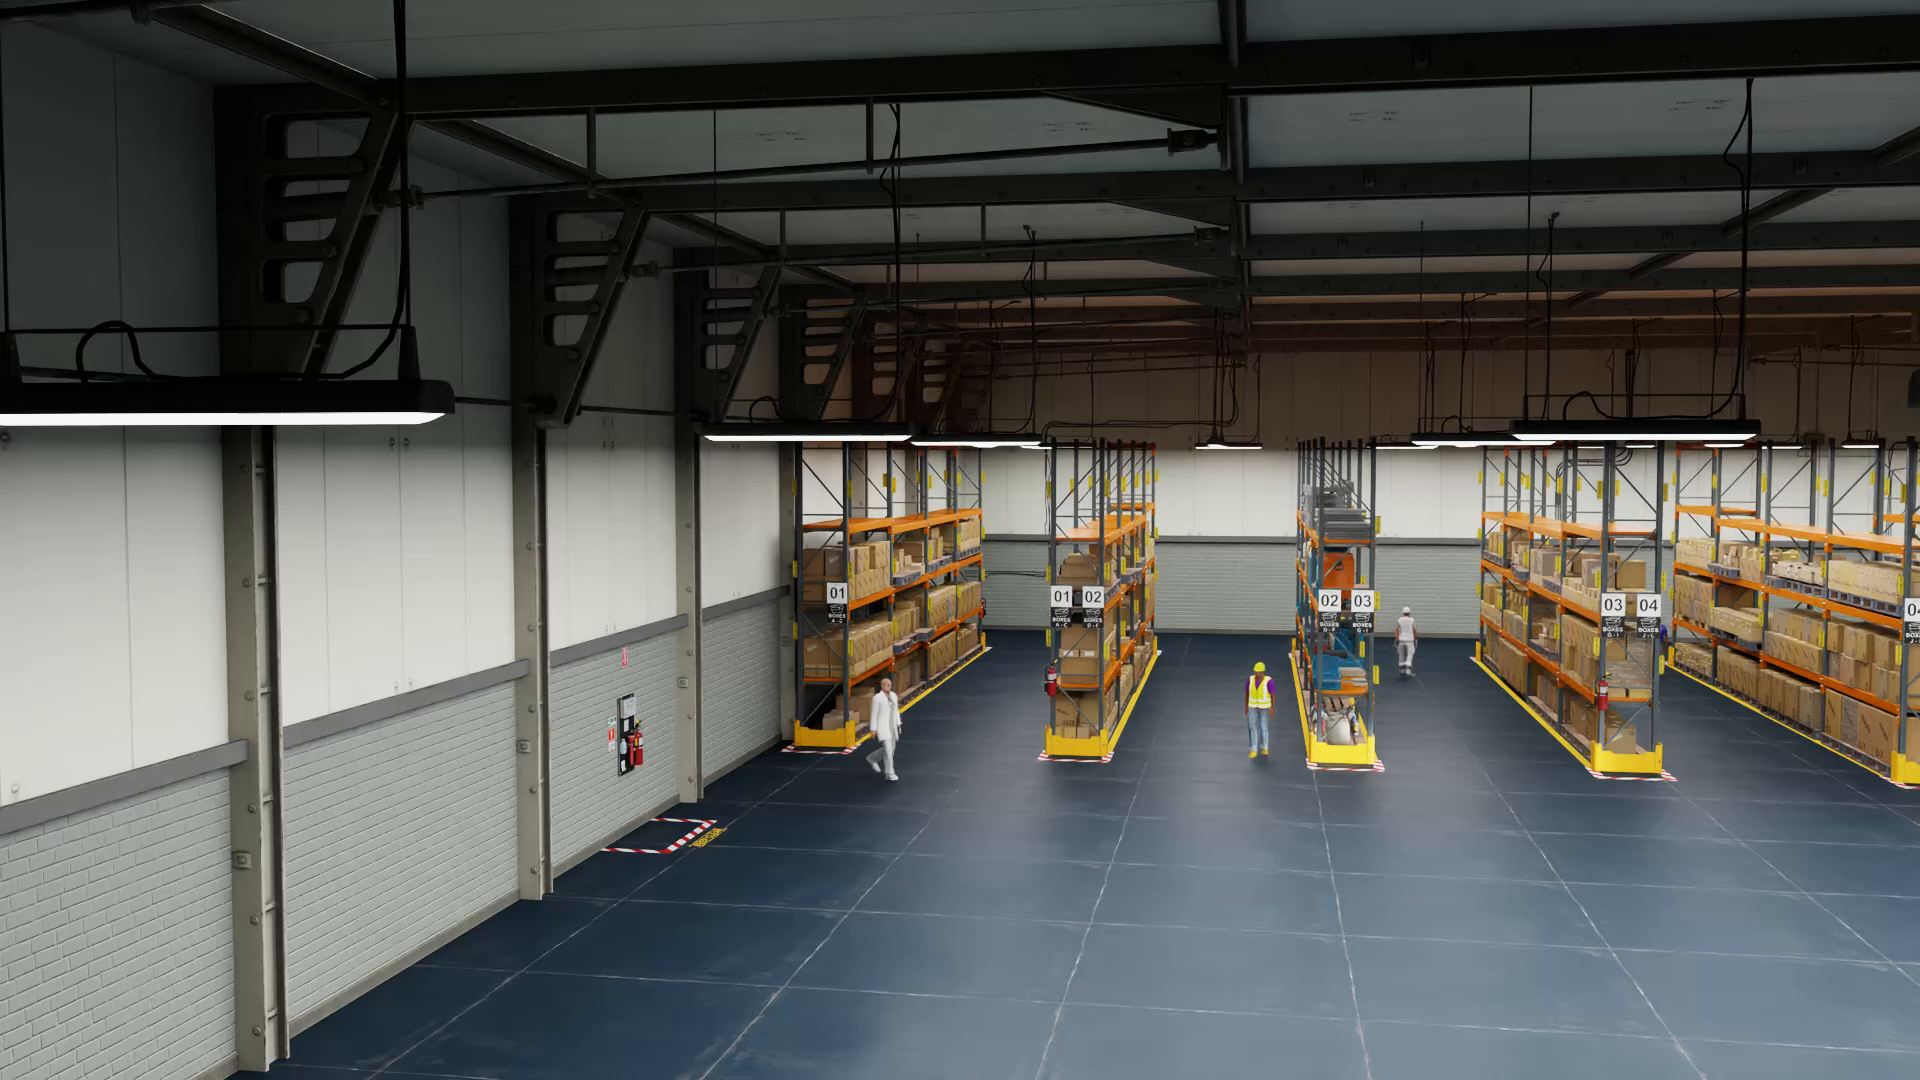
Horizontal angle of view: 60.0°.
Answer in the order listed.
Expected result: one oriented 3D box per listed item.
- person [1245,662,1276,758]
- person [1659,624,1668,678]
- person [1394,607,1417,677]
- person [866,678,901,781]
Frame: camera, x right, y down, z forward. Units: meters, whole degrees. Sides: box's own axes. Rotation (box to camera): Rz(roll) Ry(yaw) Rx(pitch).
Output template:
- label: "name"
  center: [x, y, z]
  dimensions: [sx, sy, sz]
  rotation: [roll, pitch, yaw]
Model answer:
- label: "person"
  center: [5.644, 3.201, 31.290]
  dimensions: [0.619, 1.831, 0.507]
  rotation: [1, 3, 26]
- label: "person"
  center: [17.638, 2.692, 42.076]
  dimensions: [0.504, 1.628, 0.602]
  rotation: [1, 3, 25]
- label: "person"
  center: [11.405, 2.595, 42.505]
  dimensions: [0.562, 1.788, 0.785]
  rotation: [1, 3, 25]
- label: "person"
  center: [-1.321, 3.341, 29.208]
  dimensions: [0.965, 1.646, 0.644]
  rotation: [3, 4, 43]
